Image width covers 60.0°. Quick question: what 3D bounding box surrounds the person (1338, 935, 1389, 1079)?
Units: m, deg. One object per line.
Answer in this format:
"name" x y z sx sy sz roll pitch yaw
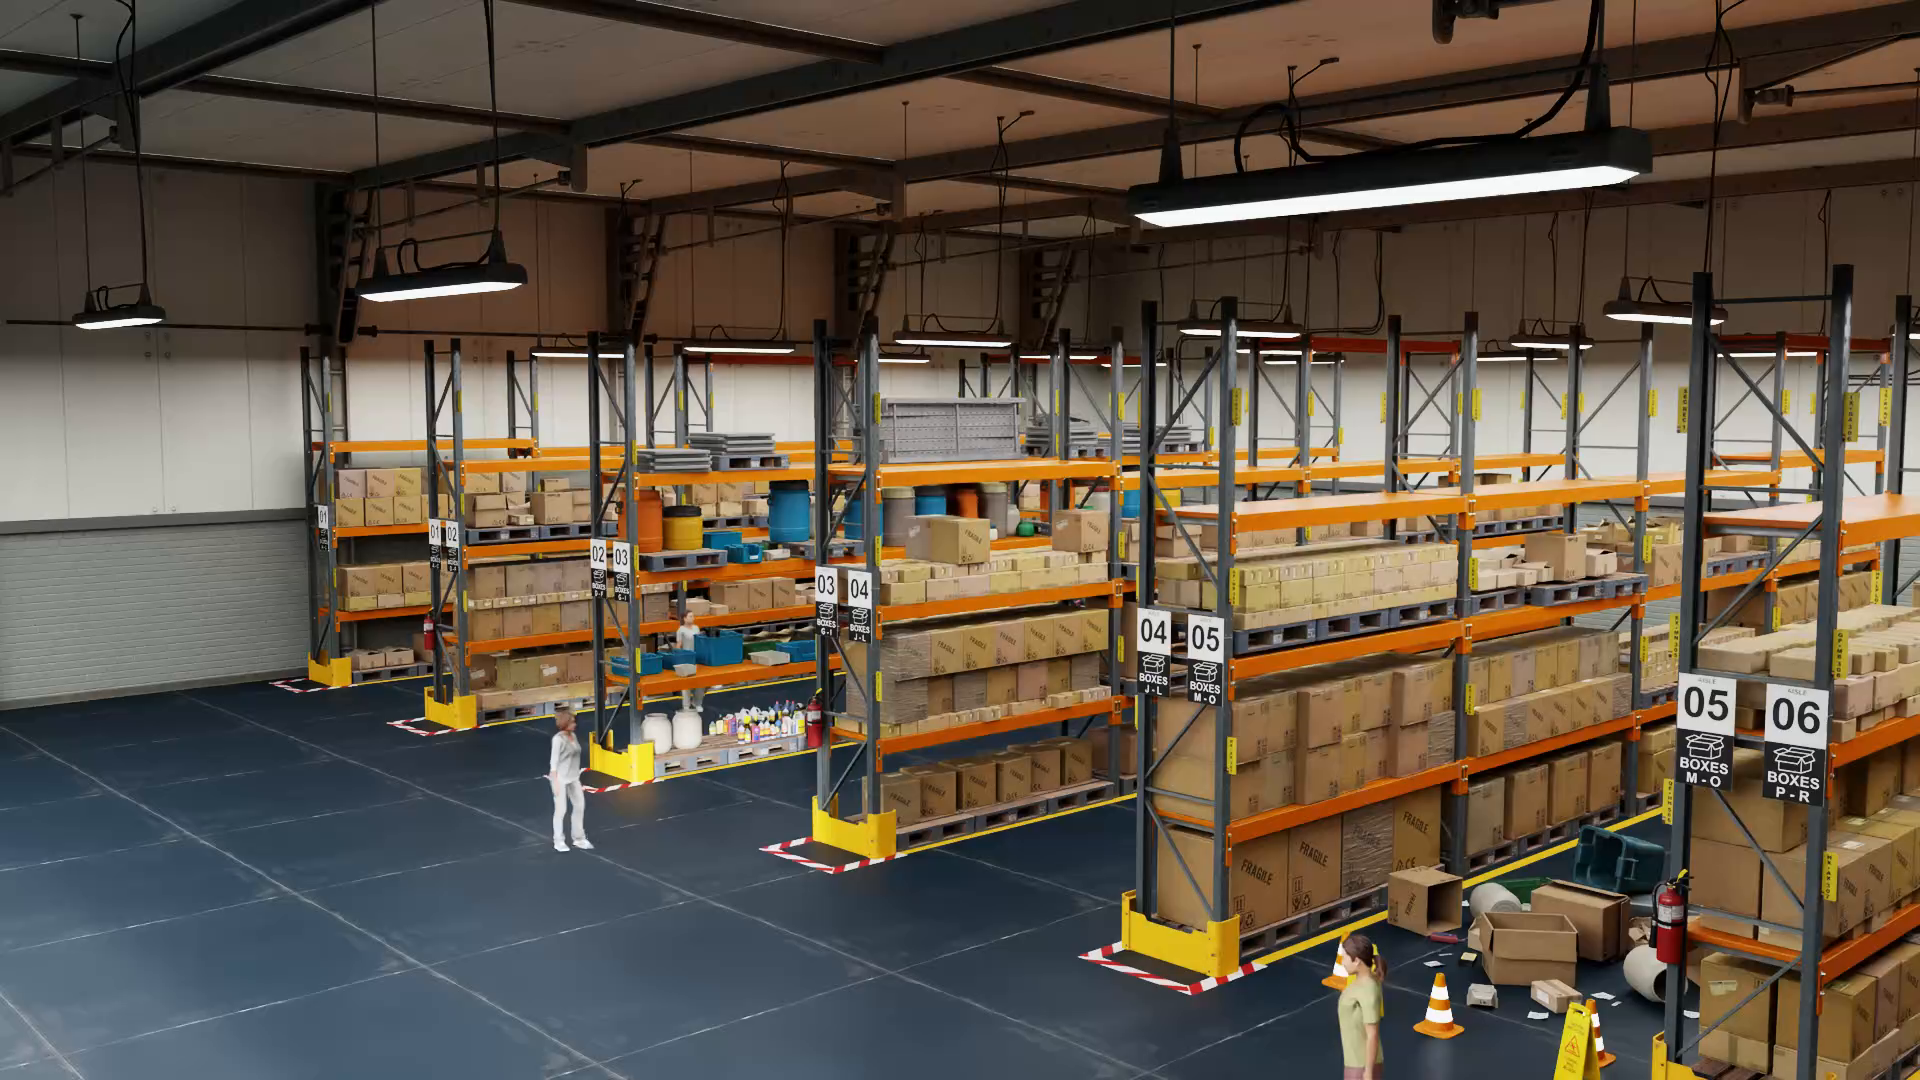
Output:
"person" 2.558 3.379 10.753 0.403 1.677 0.503 1 5 7

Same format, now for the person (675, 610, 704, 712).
"person" -4.367 1.987 27.021 0.528 1.722 0.399 -3 6 -27

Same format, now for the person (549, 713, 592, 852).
"person" -4.467 2.746 18.731 0.414 1.602 0.546 3 6 29
